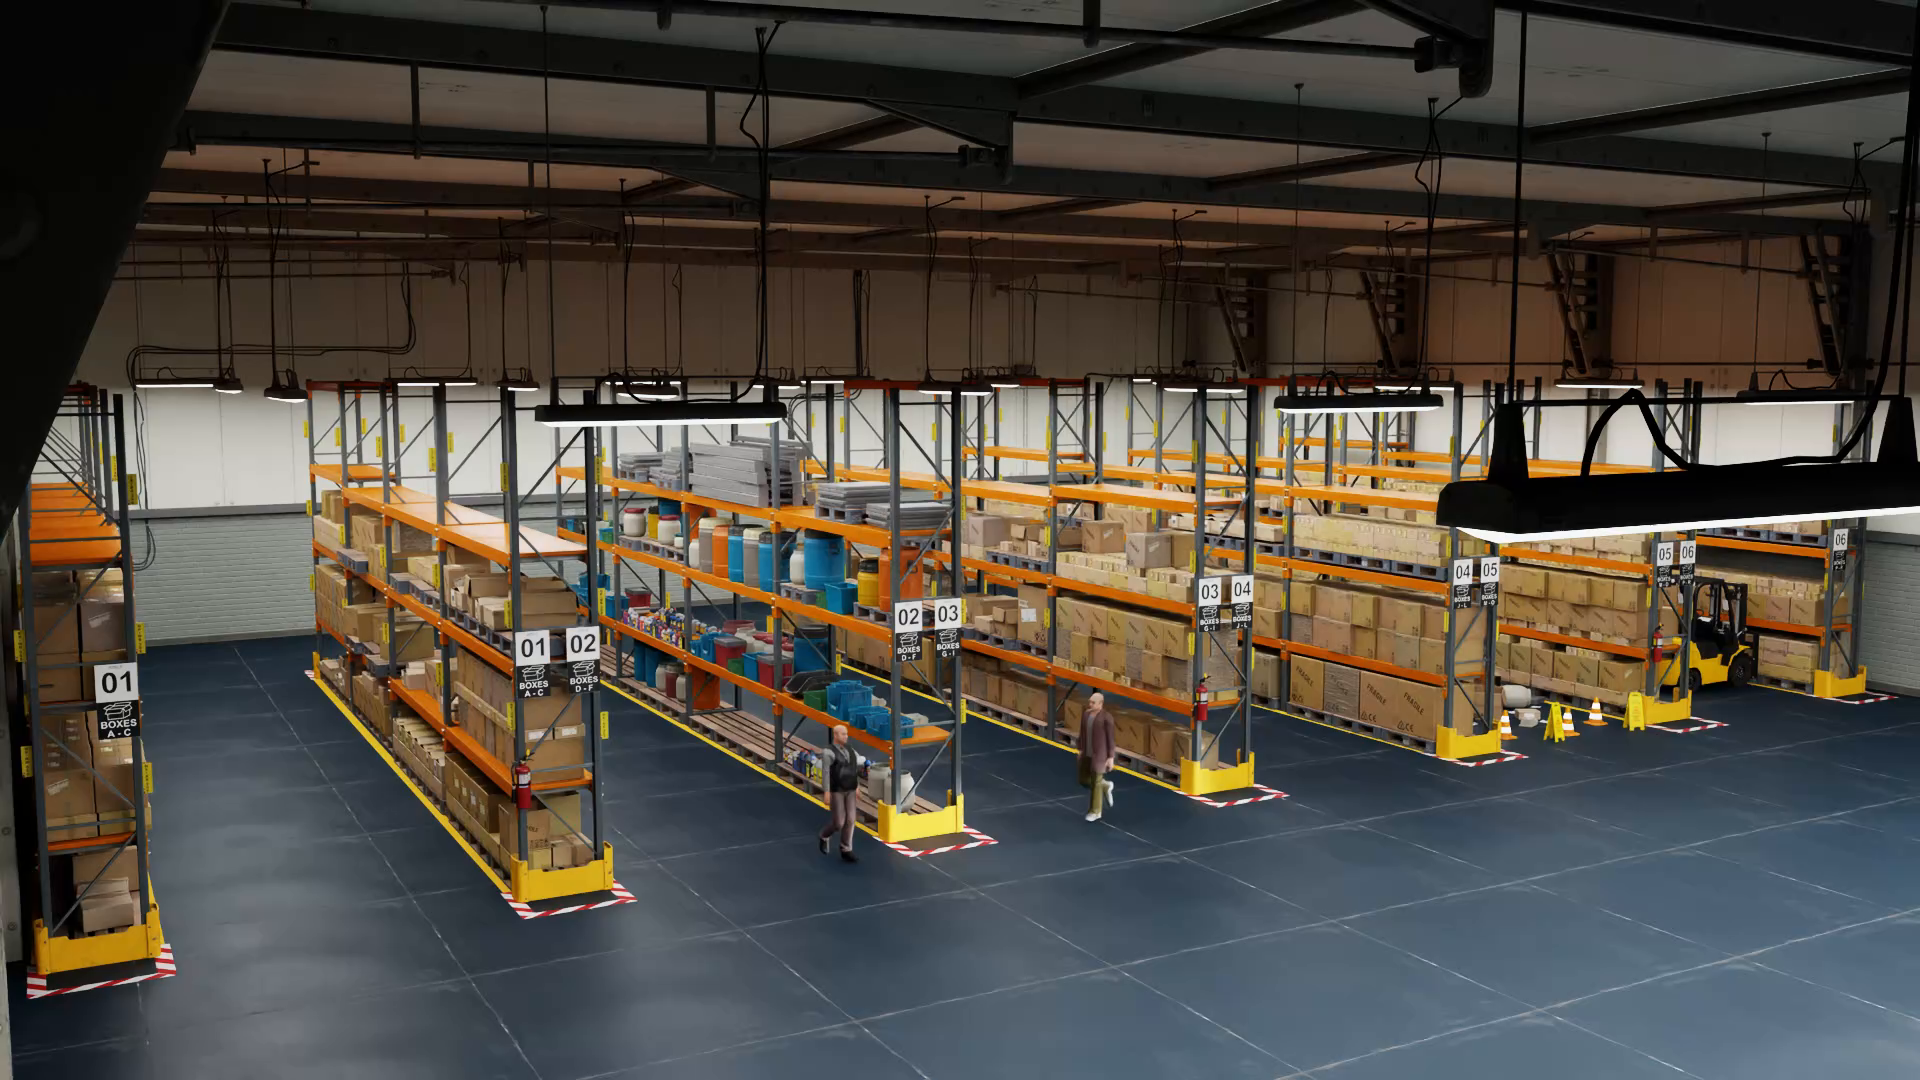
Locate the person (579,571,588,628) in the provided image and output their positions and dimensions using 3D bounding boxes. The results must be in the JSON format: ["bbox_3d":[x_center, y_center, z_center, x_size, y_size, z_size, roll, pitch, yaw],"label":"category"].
[{"bbox_3d":[-8.386,1.529,37.328,0.483,1.727,0.485,-1,6,-13],"label":"person"}]

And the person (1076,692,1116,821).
[{"bbox_3d":[1.930,2.986,23.186,0.746,1.763,0.661,-5,8,-42],"label":"person"}]

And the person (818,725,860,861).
[{"bbox_3d":[-1.525,3.217,21.260,0.551,1.709,0.614,-6,8,-43],"label":"person"}]
